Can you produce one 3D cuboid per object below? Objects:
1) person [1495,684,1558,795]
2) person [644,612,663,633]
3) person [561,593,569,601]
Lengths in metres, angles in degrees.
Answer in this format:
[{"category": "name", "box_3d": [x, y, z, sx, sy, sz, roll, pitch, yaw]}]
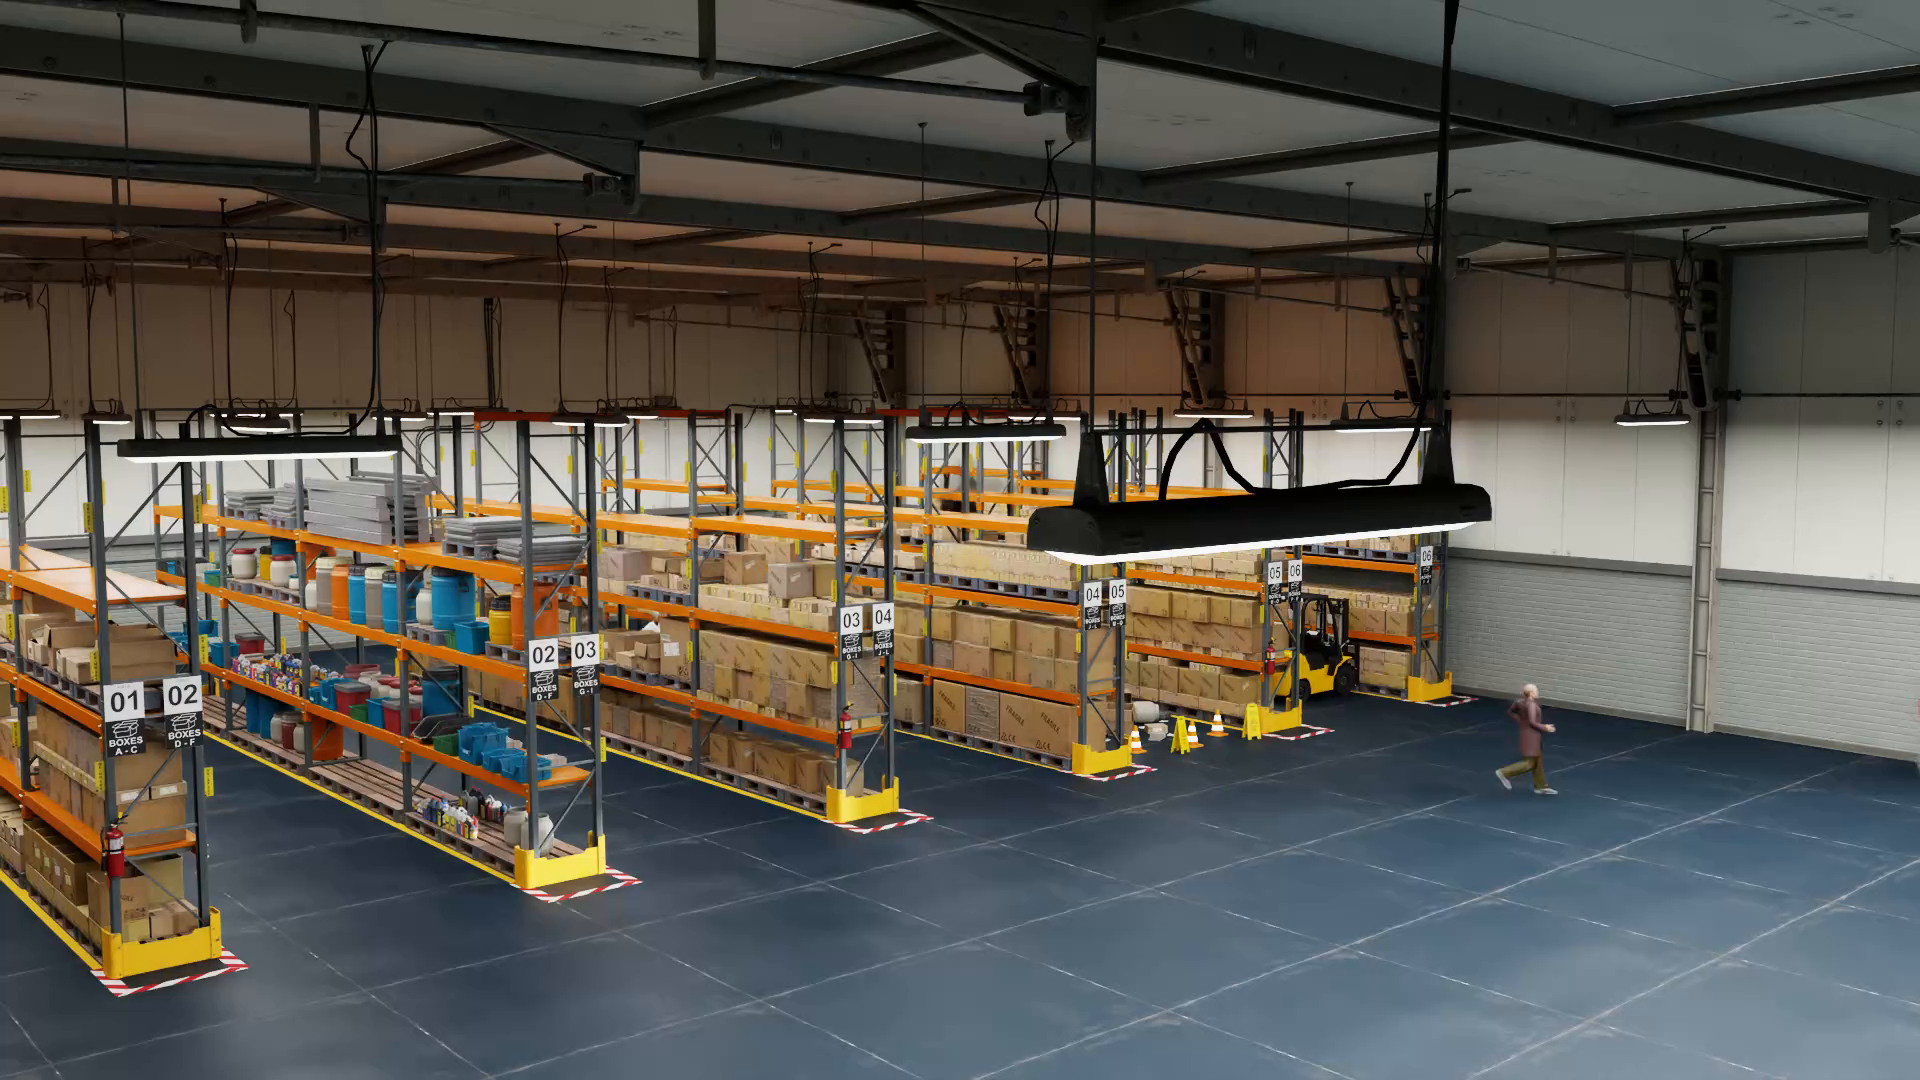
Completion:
[{"category": "person", "box_3d": [8.938, 3.146, 26.184, 1.008, 1.772, 0.724, 0, 5, 2]}, {"category": "person", "box_3d": [-6.615, 2.368, 35.894, 0.937, 1.665, 0.629, 5, 7, 42]}, {"category": "person", "box_3d": [-9.788, 2.016, 40.145, 0.779, 1.577, 0.863, 5, 7, 43]}]
